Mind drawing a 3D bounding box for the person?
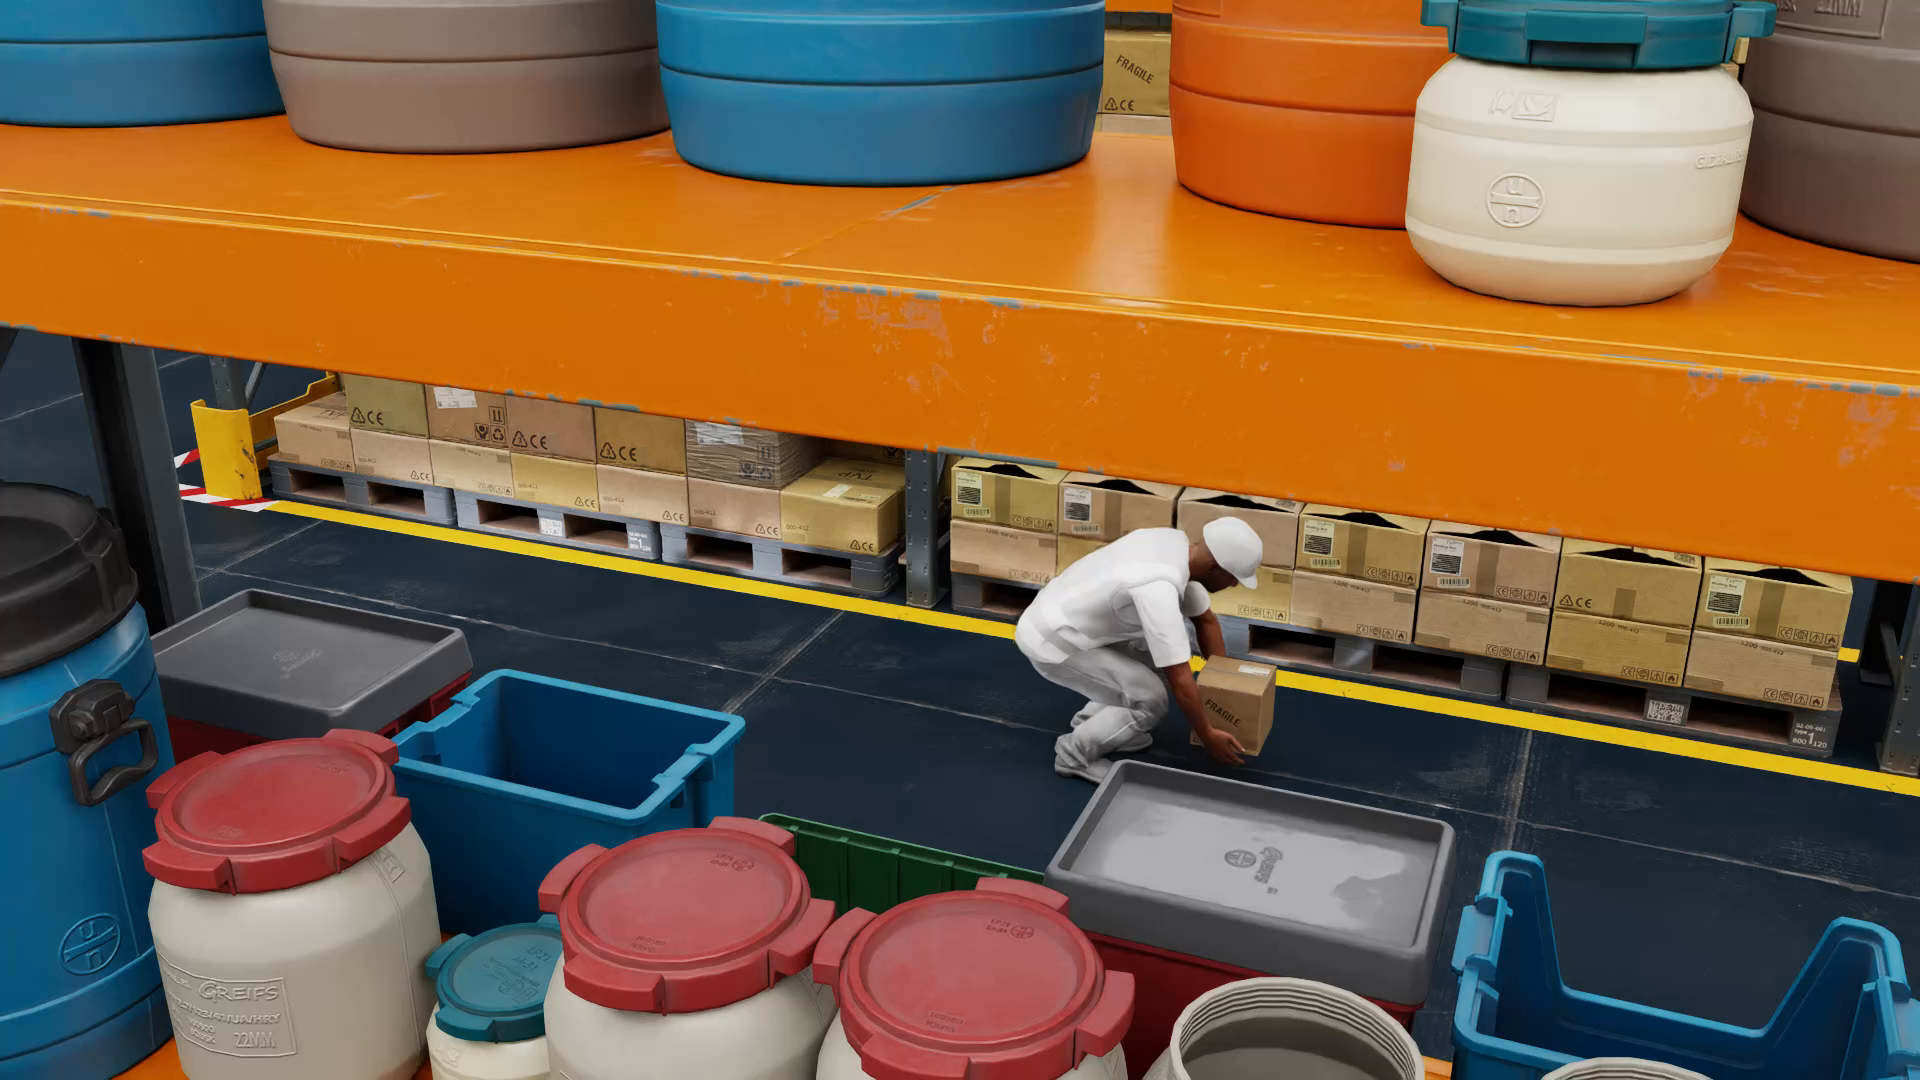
[{"bbox_3d":[0.672,0.366,6.149,0.896,1.027,0.583,8,24,19],"label":"person"}]
